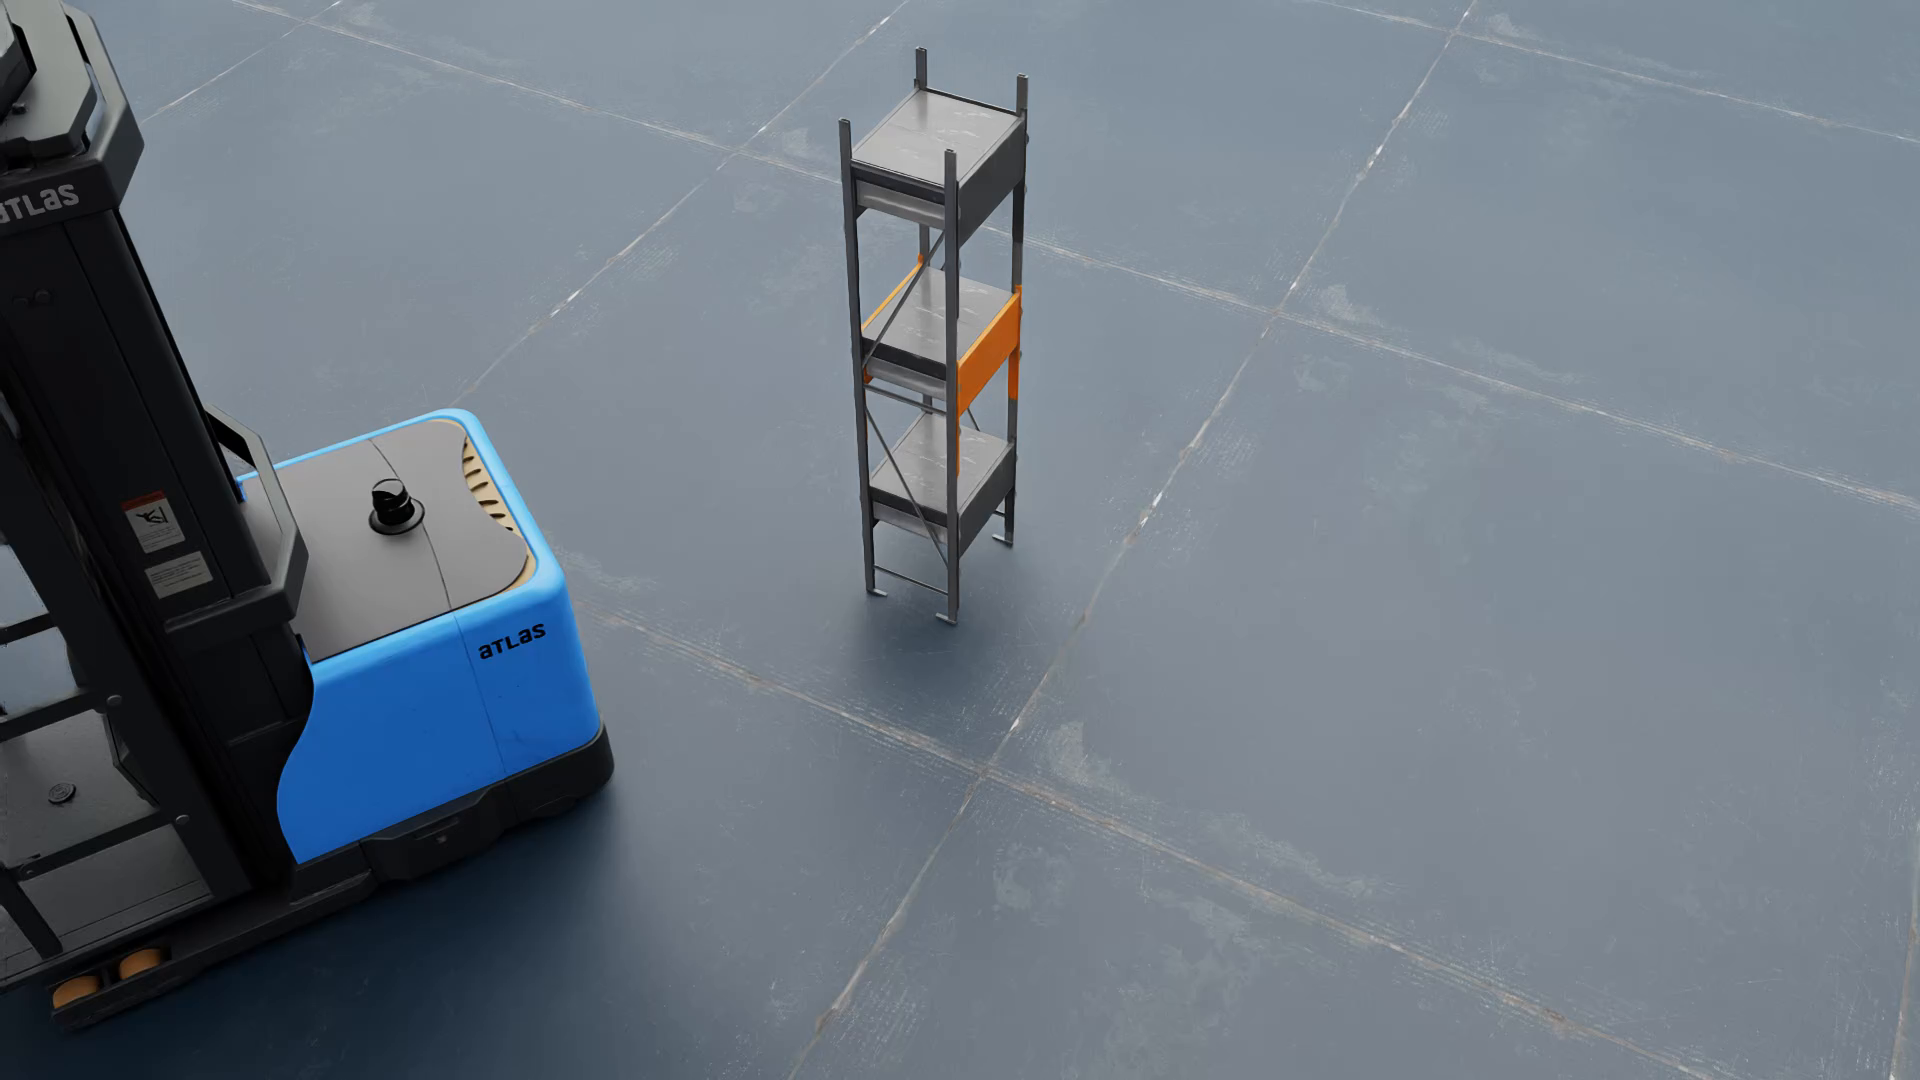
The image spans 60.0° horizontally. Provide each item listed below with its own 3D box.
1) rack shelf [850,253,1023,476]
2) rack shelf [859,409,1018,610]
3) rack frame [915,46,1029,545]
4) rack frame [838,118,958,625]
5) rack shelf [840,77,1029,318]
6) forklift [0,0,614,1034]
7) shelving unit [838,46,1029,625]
[{"bbox_3d":[-0.077,-0.624,5.910,0.431,0.518,0.480,20,49,19],"label":"rack shelf"},{"bbox_3d":[-0.077,-0.132,6.408,0.431,0.518,0.480,20,49,19],"label":"rack shelf"},{"bbox_3d":[0.036,-0.788,6.052,0.400,2.100,0.015,20,49,19],"label":"rack frame"},{"bbox_3d":[-0.190,-0.480,5.748,0.400,2.100,0.015,20,49,19],"label":"rack frame"},{"bbox_3d":[-0.077,-1.116,5.412,0.431,0.518,0.480,20,49,19],"label":"rack shelf"},{"bbox_3d":[-2.753,0.066,4.624,3.031,2.935,1.130,-22,49,-20],"label":"forklift"},{"bbox_3d":[-0.077,-0.634,5.900,0.431,2.100,0.503,20,49,19],"label":"shelving unit"}]
